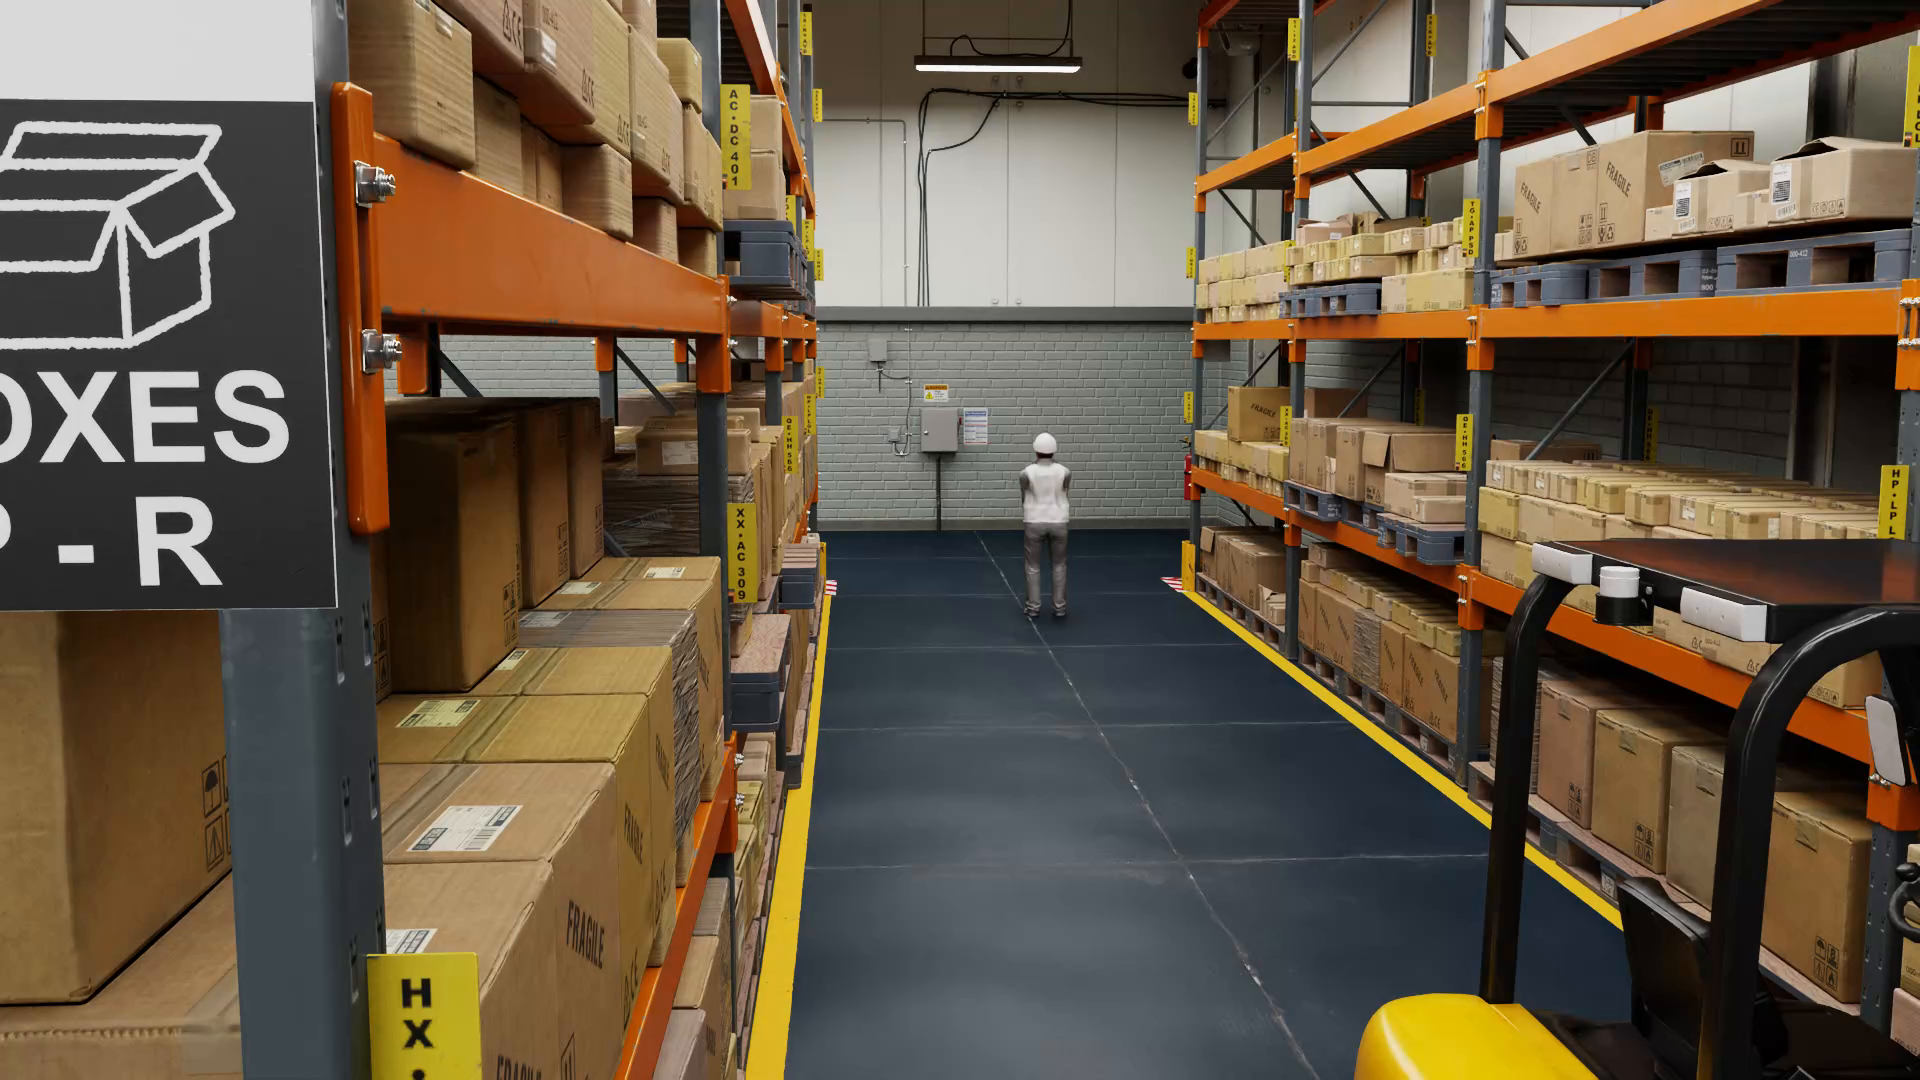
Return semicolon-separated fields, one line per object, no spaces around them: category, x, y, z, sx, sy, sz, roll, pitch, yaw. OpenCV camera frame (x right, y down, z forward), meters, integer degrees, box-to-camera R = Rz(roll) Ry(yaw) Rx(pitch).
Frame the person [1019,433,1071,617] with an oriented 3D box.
person;0.804;-0.159;16.009;0.494;1.762;0.564;0;7;-3
